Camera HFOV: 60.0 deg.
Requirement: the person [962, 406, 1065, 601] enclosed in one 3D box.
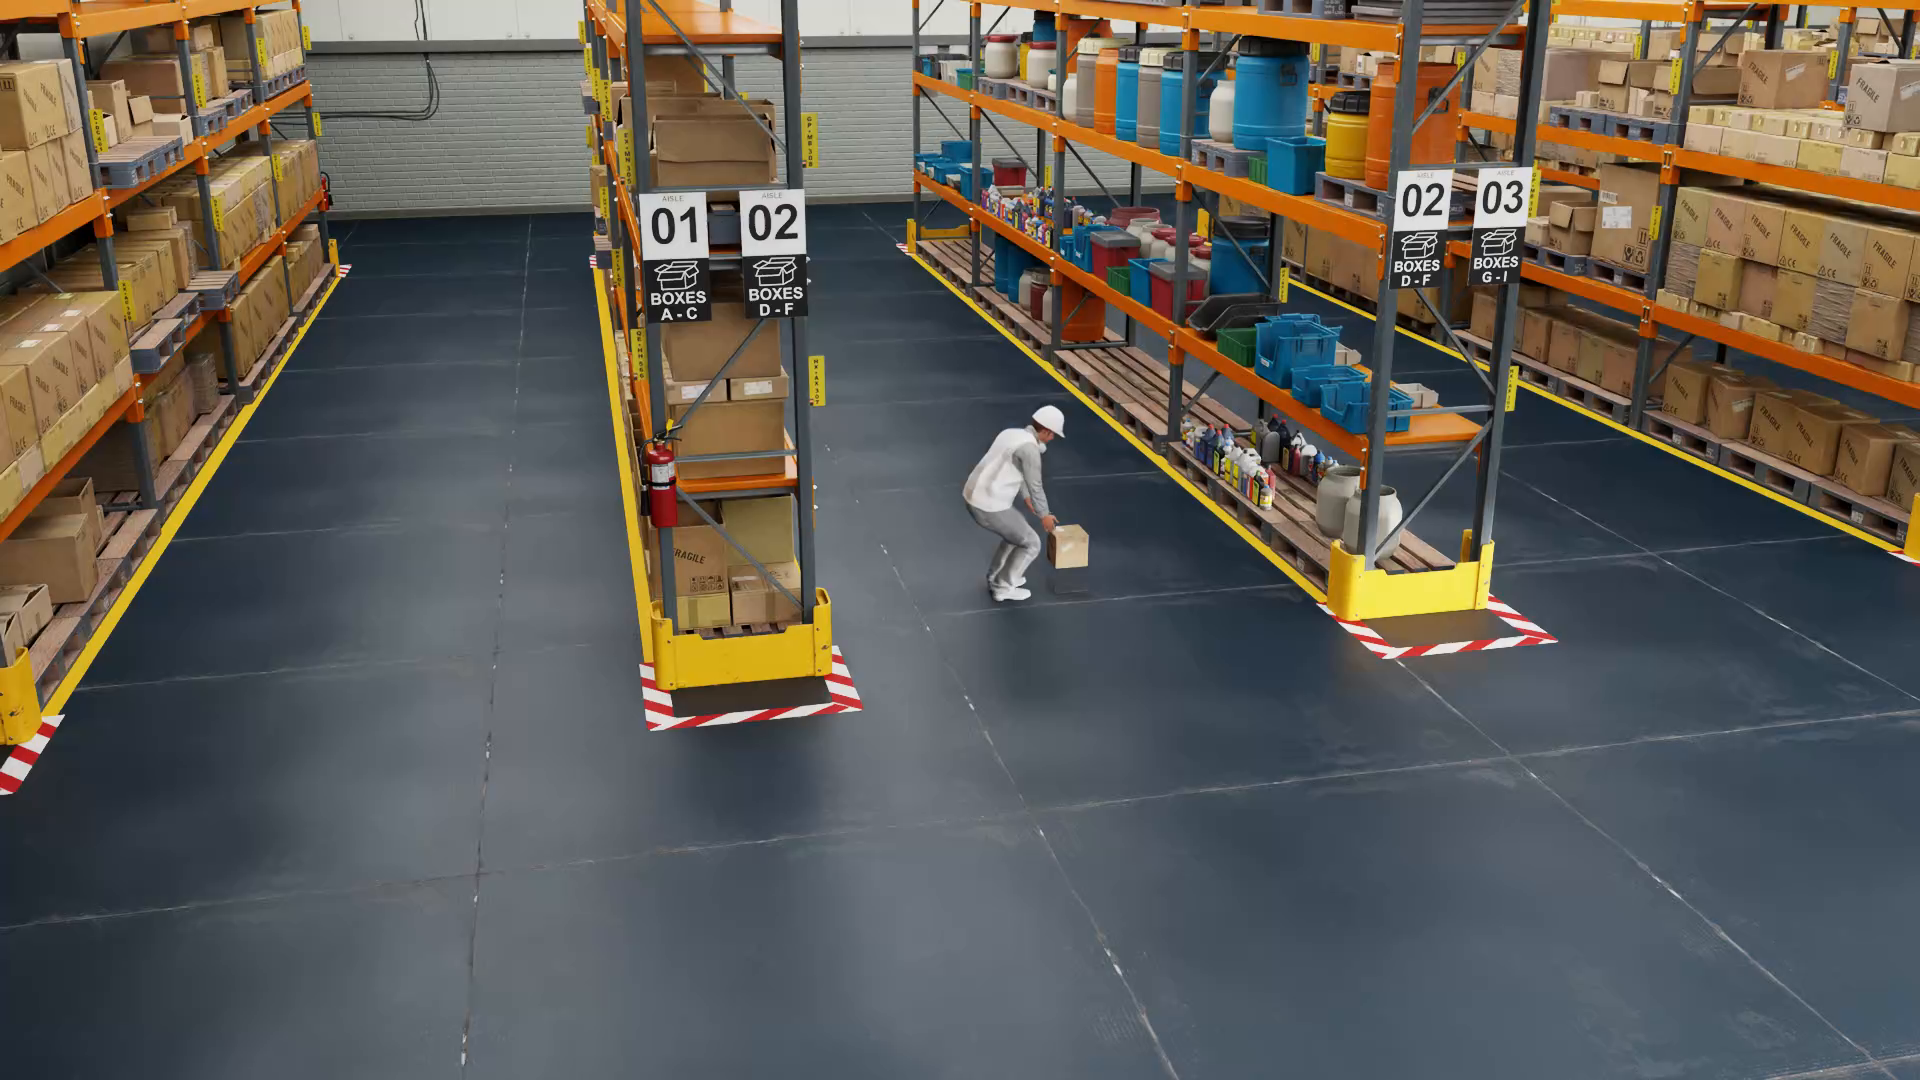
[{"bbox_3d":[0.402,-0.293,12.393,0.768,1.422,0.592,-4,20,-12],"label":"person"}]
